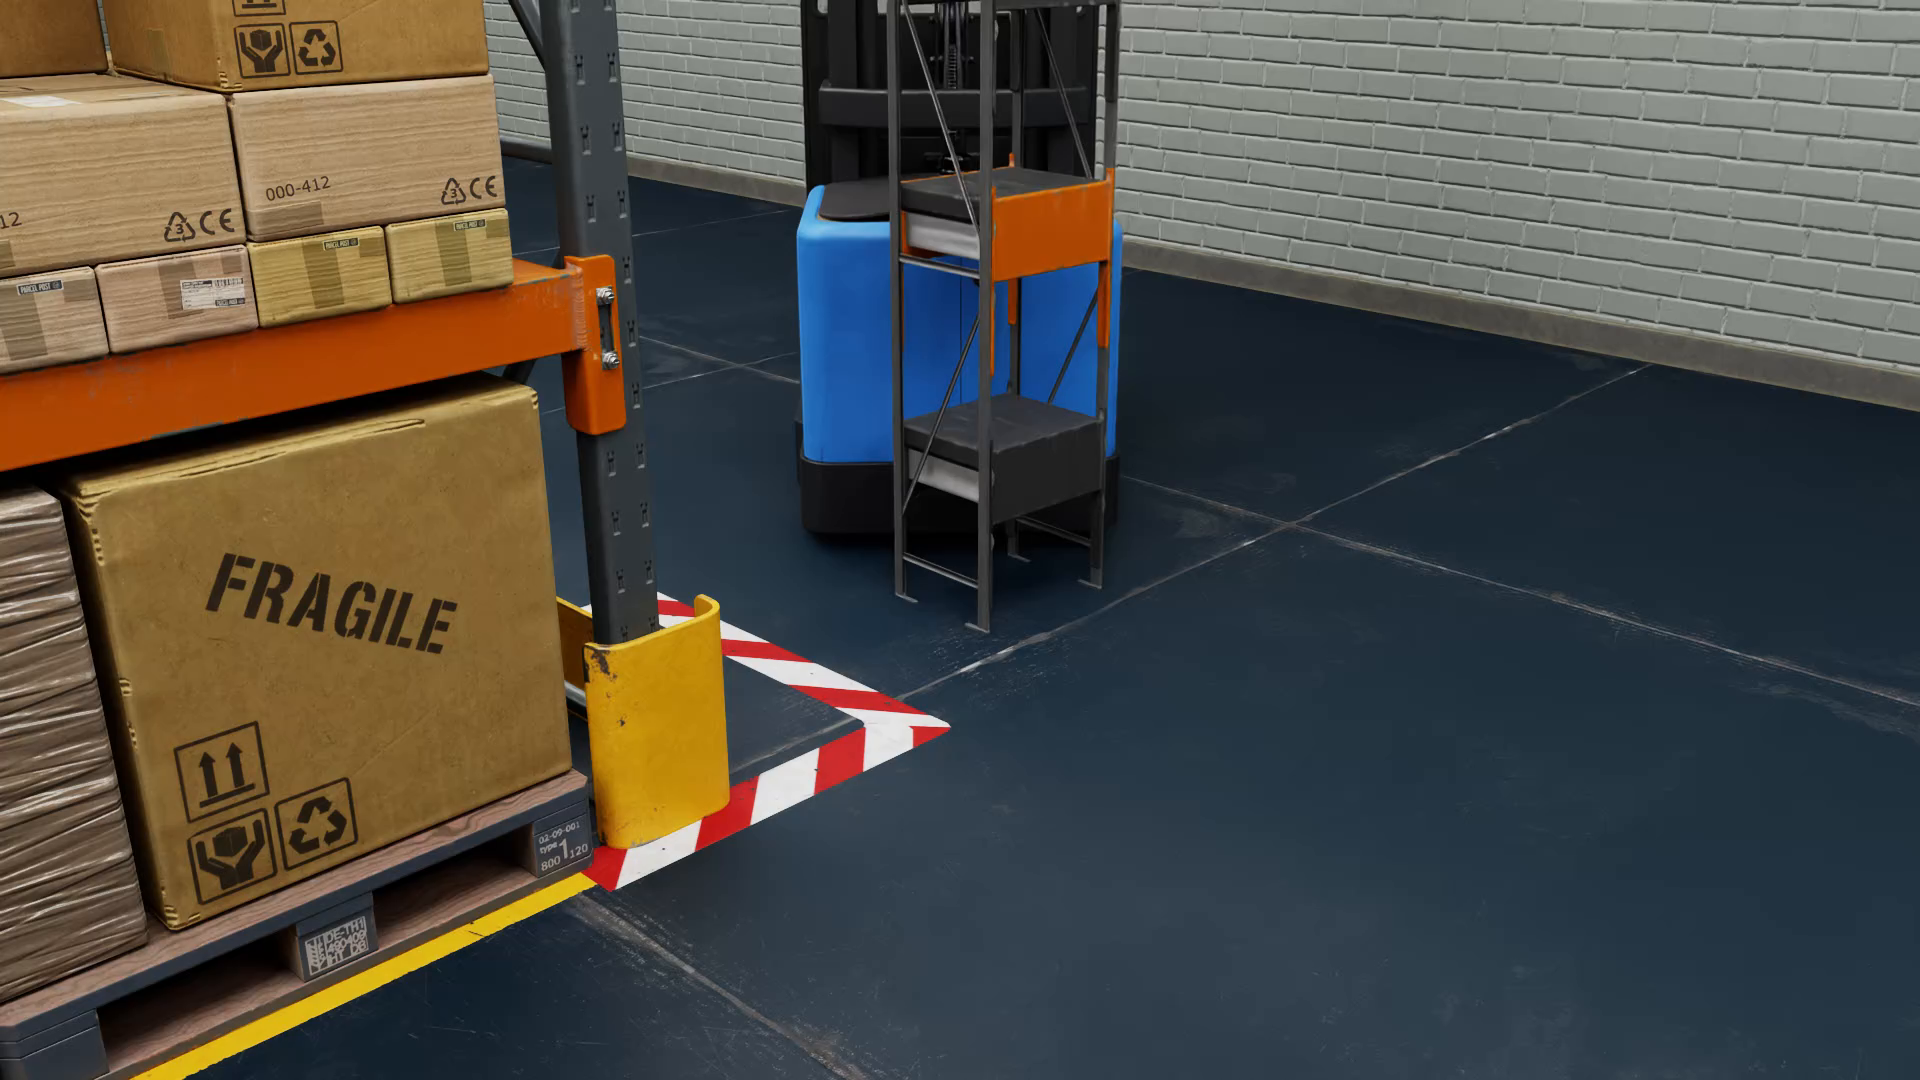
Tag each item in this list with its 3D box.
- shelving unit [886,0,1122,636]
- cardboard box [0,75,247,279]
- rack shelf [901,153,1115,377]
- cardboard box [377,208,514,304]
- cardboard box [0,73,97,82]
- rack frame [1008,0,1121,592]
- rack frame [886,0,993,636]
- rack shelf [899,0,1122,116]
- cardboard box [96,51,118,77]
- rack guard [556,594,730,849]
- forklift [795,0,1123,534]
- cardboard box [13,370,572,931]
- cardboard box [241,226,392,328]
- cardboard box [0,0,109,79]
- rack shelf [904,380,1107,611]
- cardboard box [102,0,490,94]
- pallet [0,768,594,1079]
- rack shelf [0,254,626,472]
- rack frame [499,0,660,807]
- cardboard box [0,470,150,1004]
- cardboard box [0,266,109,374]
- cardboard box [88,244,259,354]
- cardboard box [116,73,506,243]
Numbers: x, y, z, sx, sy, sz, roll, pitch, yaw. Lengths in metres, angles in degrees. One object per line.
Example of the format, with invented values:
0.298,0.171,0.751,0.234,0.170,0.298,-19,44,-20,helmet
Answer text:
0.121,-0.814,4.766,0.503,2.100,0.431,-19,28,-40,shelving unit
-1.578,-0.623,2.810,0.500,0.250,0.500,19,28,40,cardboard box
0.121,-0.801,4.771,0.480,0.518,0.431,-19,28,-40,rack shelf
-1.088,-0.585,3.265,0.250,0.149,0.380,-20,28,-41,cardboard box
-1.962,-0.754,3.149,0.500,0.250,0.500,19,28,40,cardboard box
0.298,-0.874,4.922,0.015,2.100,0.400,-19,28,-40,rack frame
-0.057,-0.754,4.609,0.015,2.100,0.400,-19,28,-40,rack frame
0.121,-1.455,4.519,0.480,0.518,0.431,-19,28,-40,rack shelf
-1.604,-0.889,3.501,0.500,0.250,0.500,18,28,39,cardboard box
-1.059,0.285,4.137,1.175,0.500,0.348,19,28,41,rack guard
-0.046,-1.869,6.352,1.130,2.935,3.031,-1,21,-2,forklift
-1.465,0.104,3.498,0.875,0.875,0.875,19,28,41,cardboard box
-1.268,-0.517,3.090,0.380,0.149,0.250,20,28,41,cardboard box
-1.953,-1.110,3.032,0.500,0.500,0.500,18,28,39,cardboard box
0.121,-0.148,5.022,0.480,0.518,0.431,-19,28,-40,rack shelf
-1.227,-1.104,3.014,0.500,0.500,0.500,20,29,41,cardboard box
-1.577,0.651,3.587,1.003,0.211,1.213,19,28,41,pallet
-2.471,-0.026,2.464,1.077,0.370,4.000,19,28,41,rack shelf
-1.076,-0.876,3.672,1.000,3.000,0.127,19,28,41,rack frame
-2.100,0.338,2.889,0.875,0.875,0.875,19,28,41,cardboard box
-1.620,-0.389,2.756,0.250,0.149,0.380,-20,28,-41,cardboard box
-1.445,-0.453,2.922,0.380,0.149,0.250,19,28,41,cardboard box
-1.224,-0.754,3.149,0.500,0.250,0.500,19,28,40,cardboard box
